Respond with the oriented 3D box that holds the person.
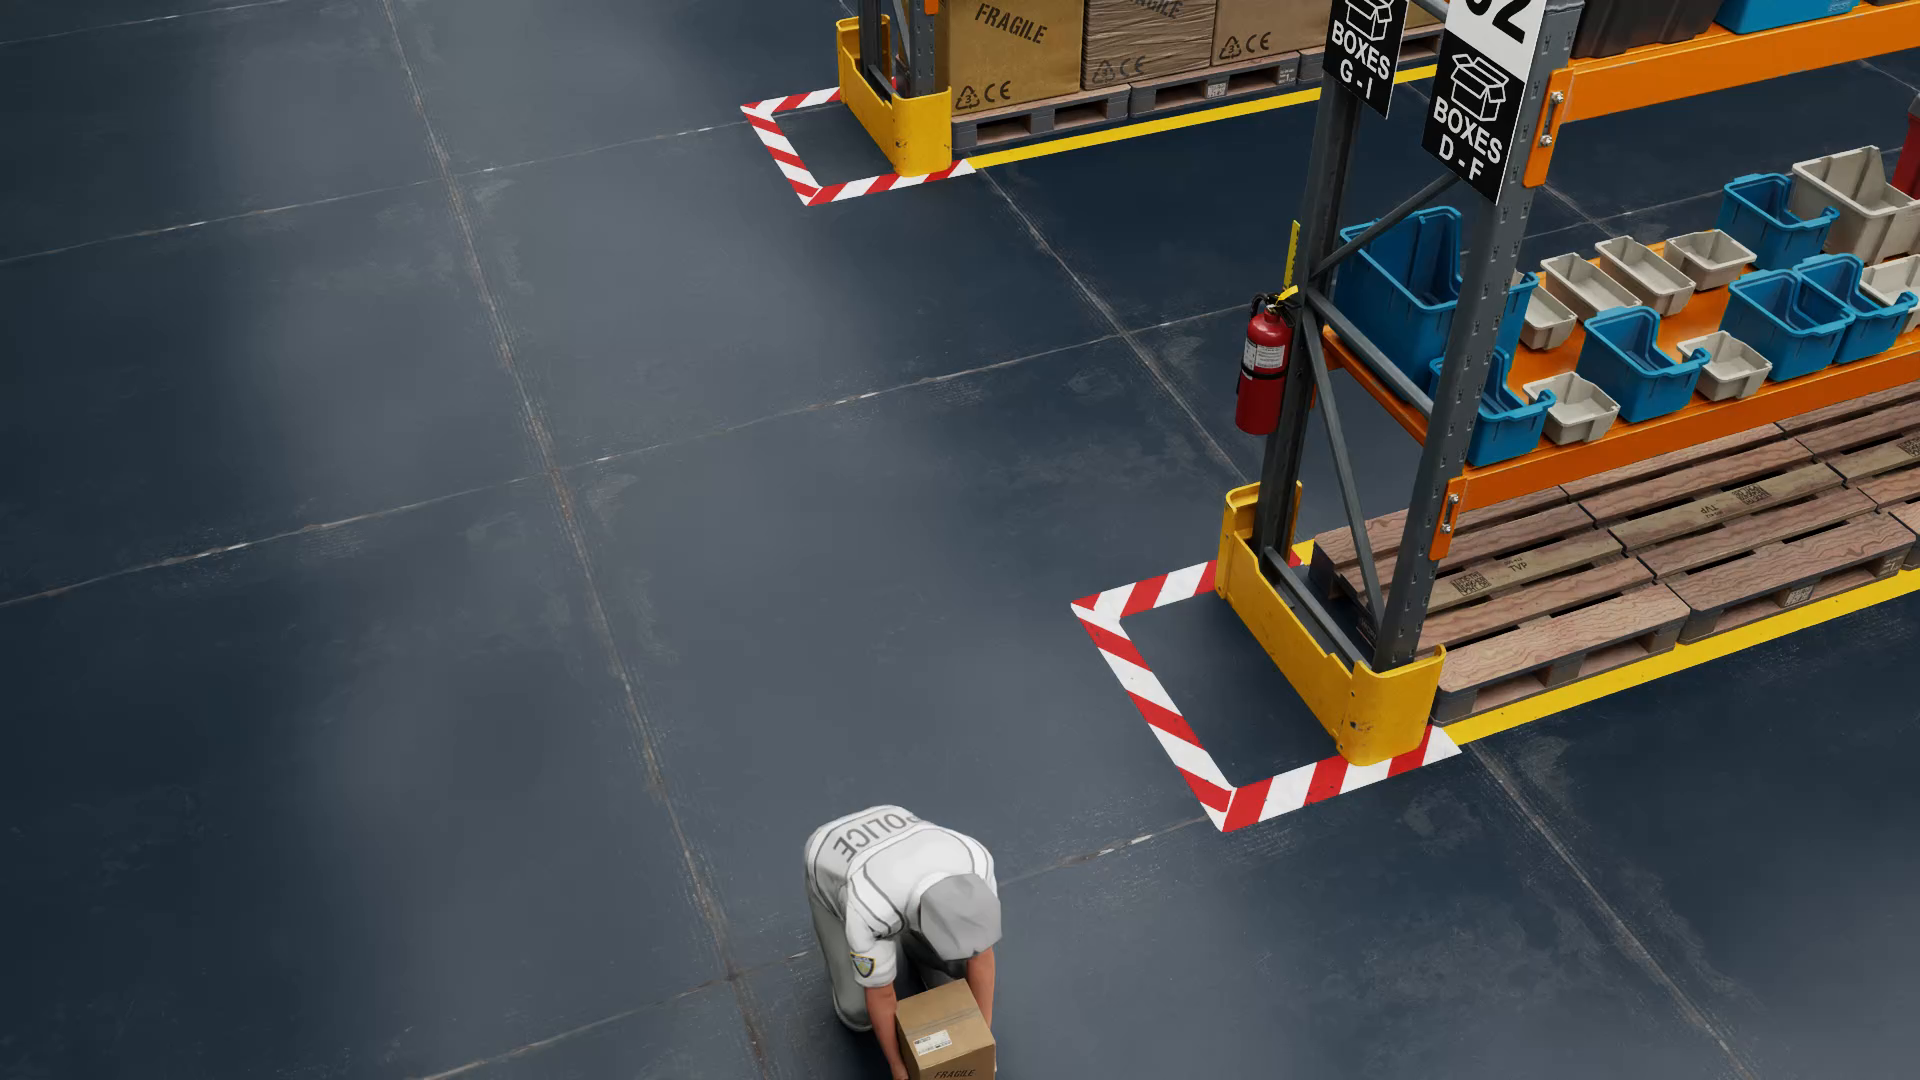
[{"bbox_3d":[-0.179,1.226,5.327,0.535,1.026,0.909,-16,44,-18],"label":"person"}]
